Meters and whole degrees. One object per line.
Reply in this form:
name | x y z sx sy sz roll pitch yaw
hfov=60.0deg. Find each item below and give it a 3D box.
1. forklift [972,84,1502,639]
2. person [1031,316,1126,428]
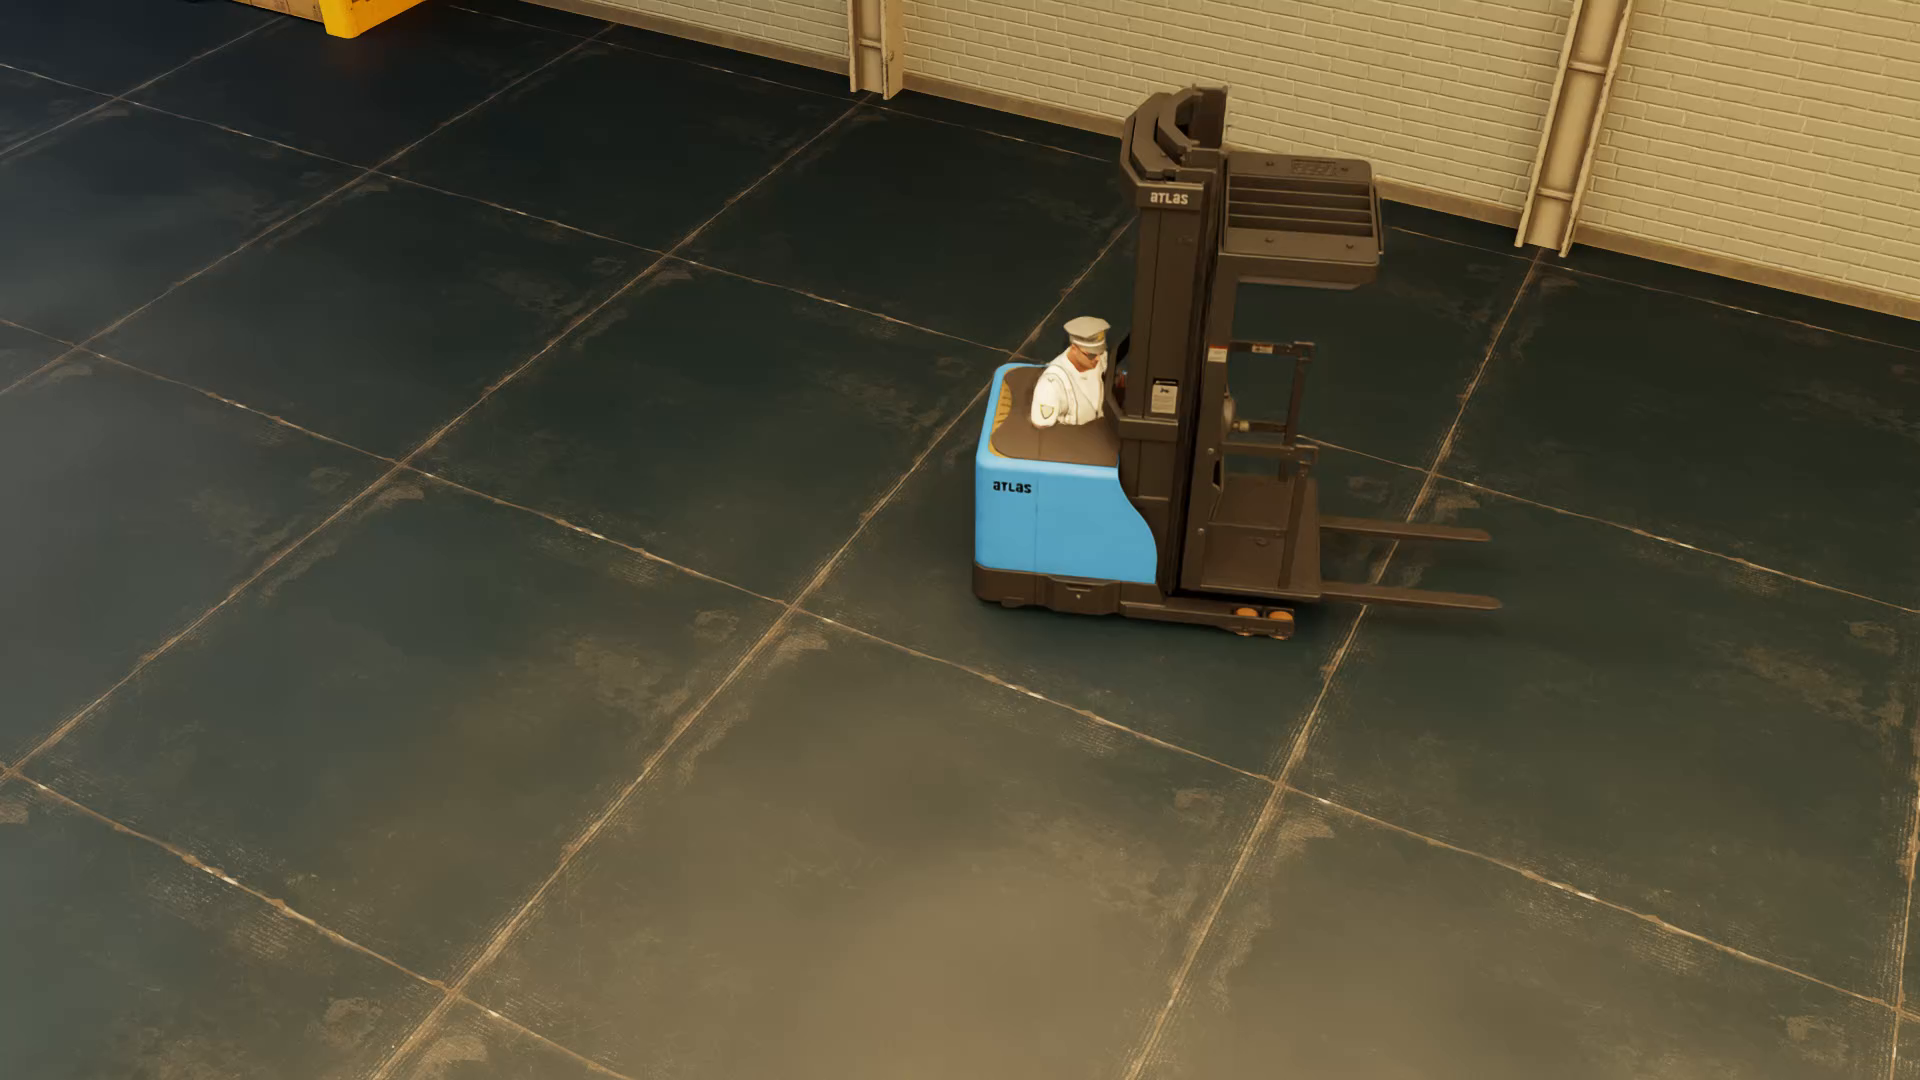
forklift | 1.633 -0.917 9.075 3.031 2.935 1.130 5 40 6
person | 0.756 -0.511 9.591 0.774 1.699 0.544 -25 46 -26
